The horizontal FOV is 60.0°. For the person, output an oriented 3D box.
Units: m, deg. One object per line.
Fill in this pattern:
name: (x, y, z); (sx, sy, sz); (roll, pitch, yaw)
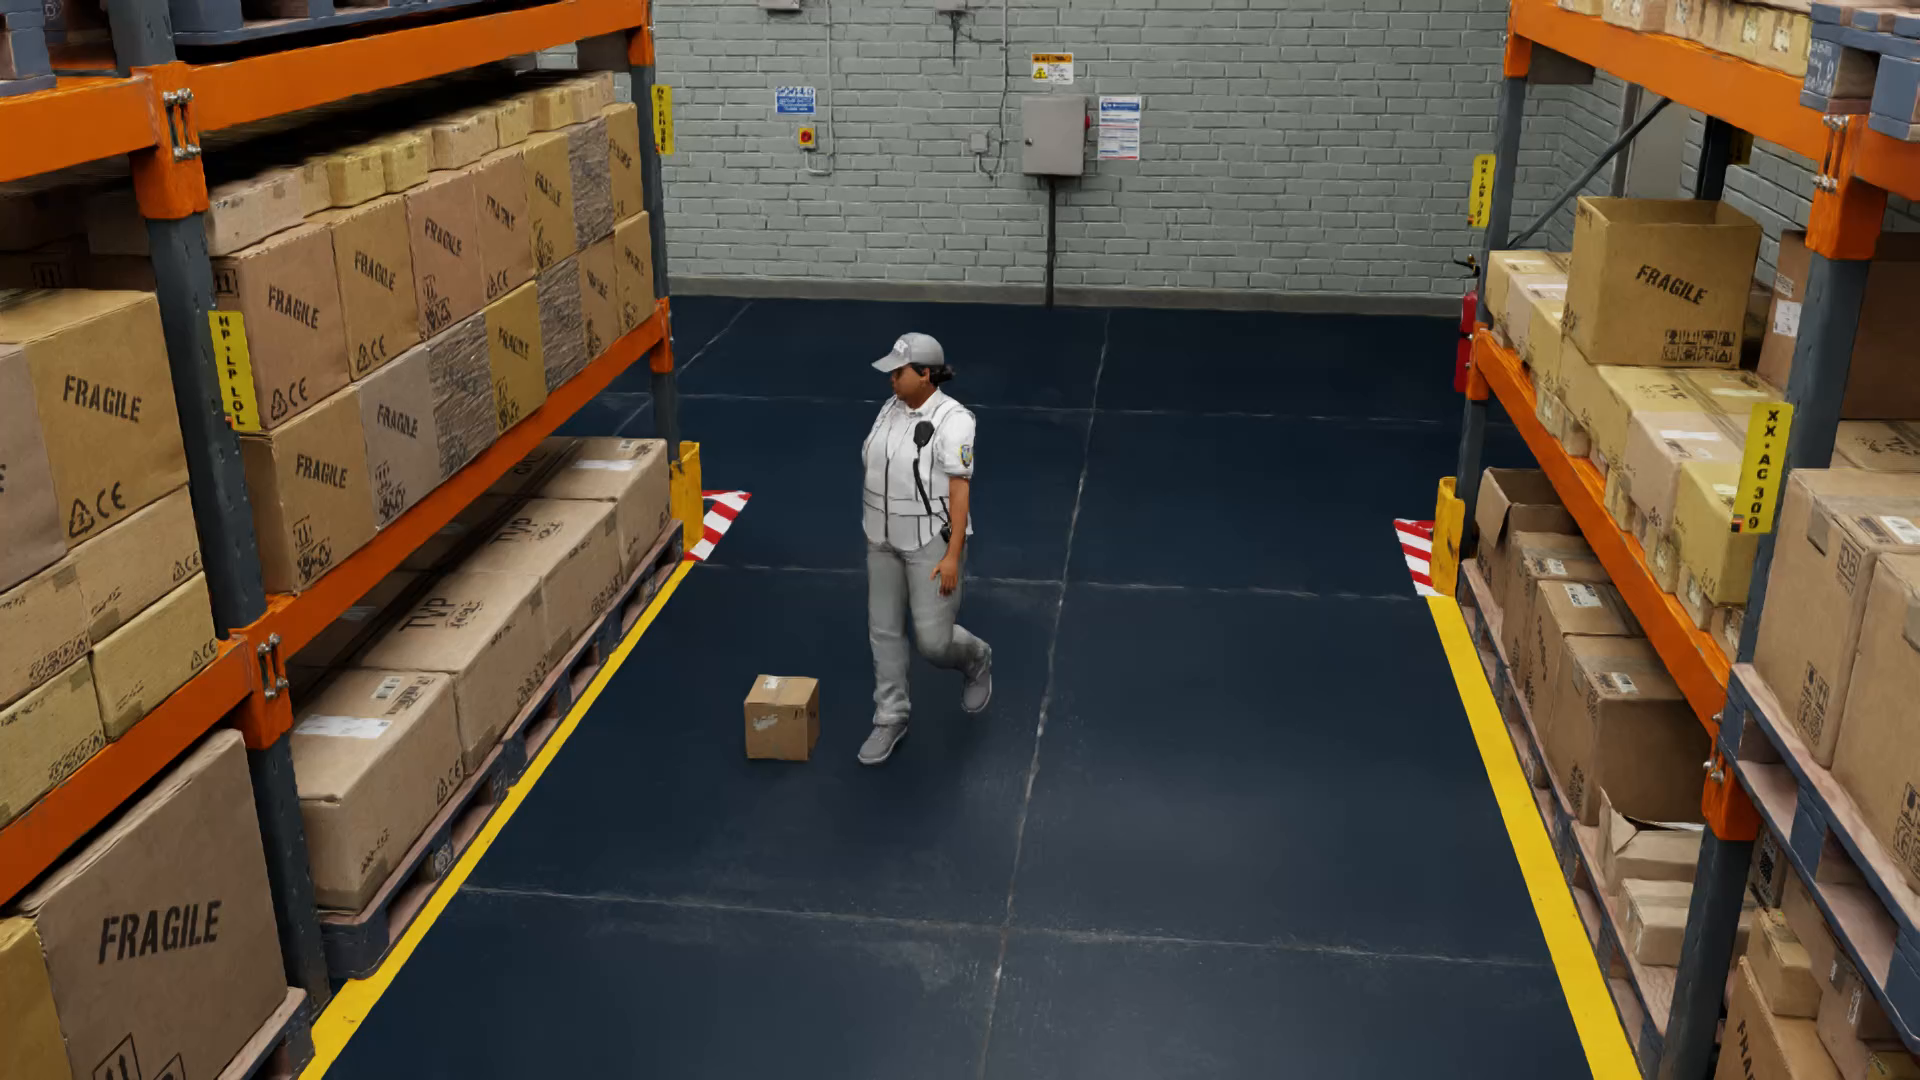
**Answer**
person: (-0.175, 0.022, 6.512); (0.517, 1.669, 0.658); (16, 26, 35)
